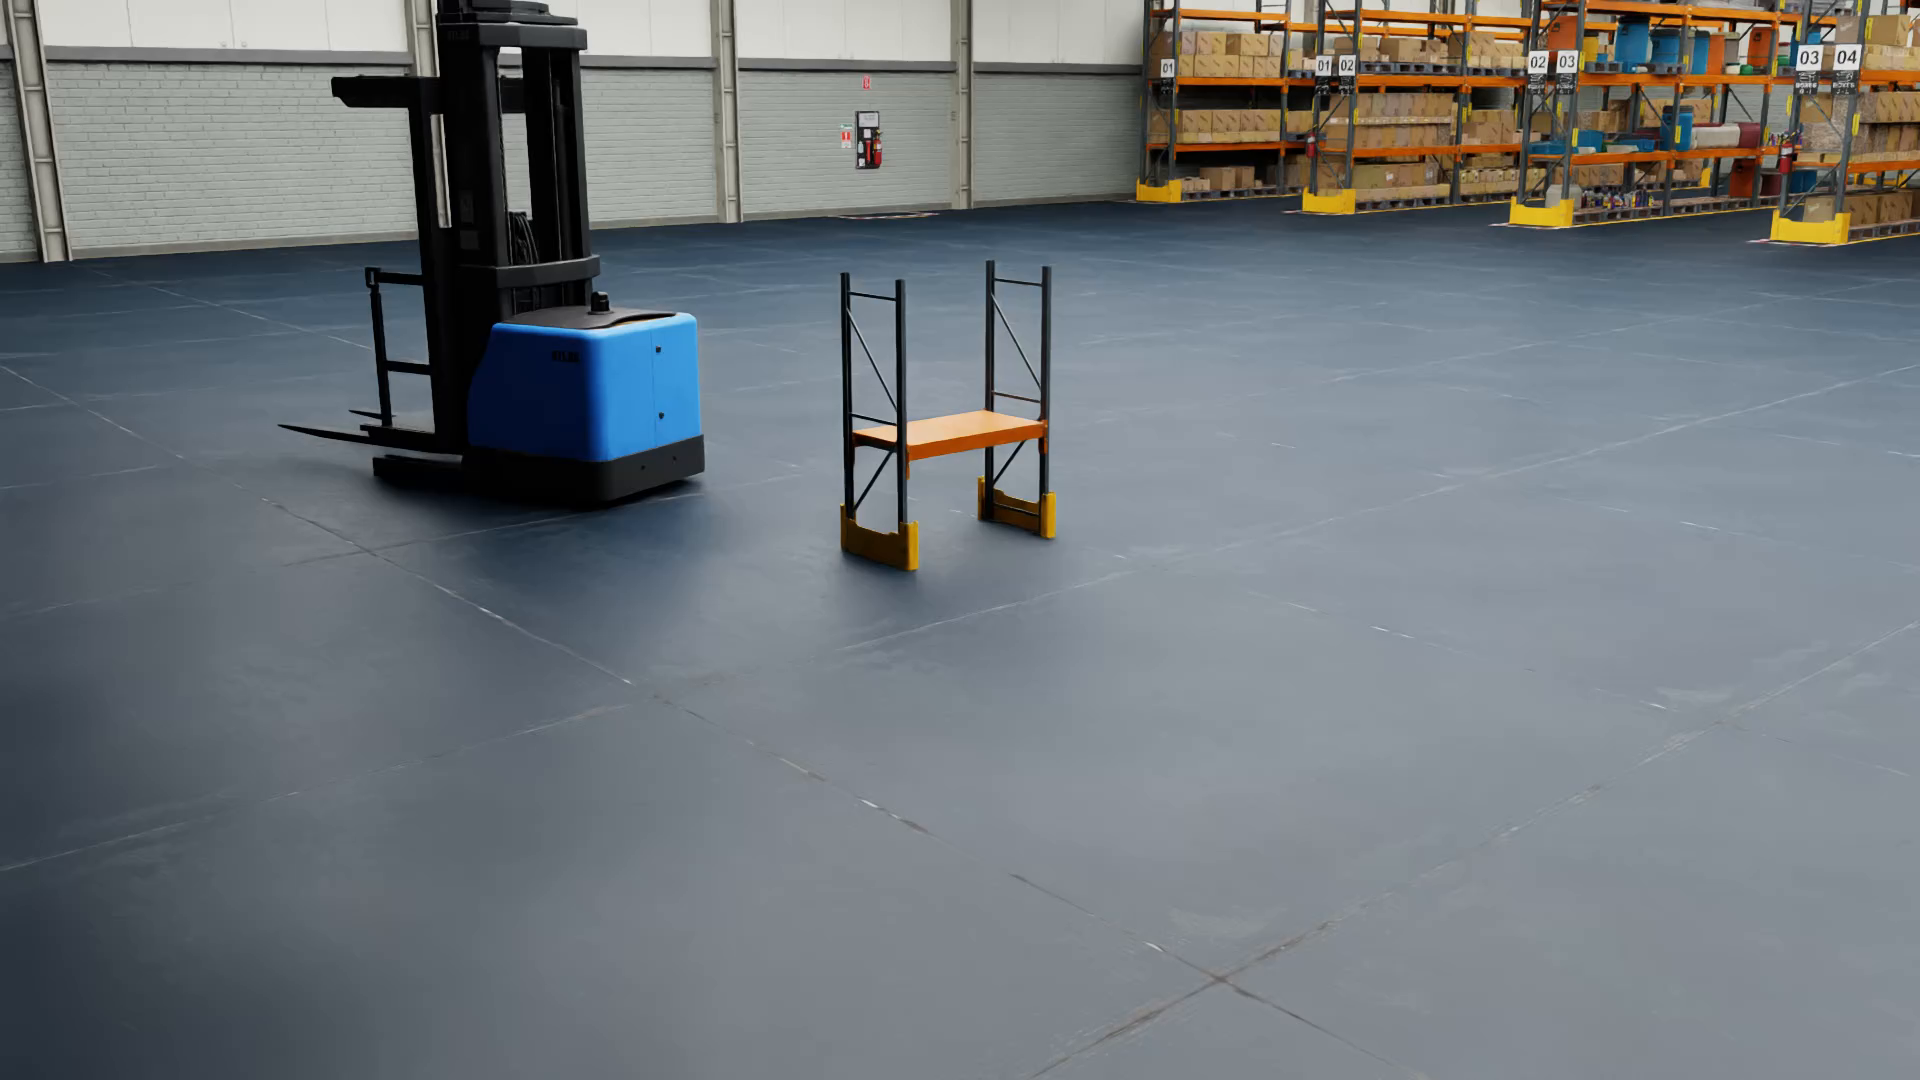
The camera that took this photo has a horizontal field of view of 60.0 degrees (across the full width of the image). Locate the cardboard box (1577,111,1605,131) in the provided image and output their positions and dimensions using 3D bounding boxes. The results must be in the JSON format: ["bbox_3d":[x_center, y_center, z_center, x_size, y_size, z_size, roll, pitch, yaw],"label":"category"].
[{"bbox_3d":[15.621,-10.419,41.435,0.700,0.500,0.500,10,18,33],"label":"cardboard box"}]

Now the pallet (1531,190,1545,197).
[{"bbox_3d":[14.483,-8.573,40.936,1.213,0.211,1.003,-13,19,-39],"label":"pallet"}]

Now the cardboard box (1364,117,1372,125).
[{"bbox_3d":[8.495,-8.877,35.221,0.250,0.149,0.380,-13,20,-41],"label":"cardboard box"}]

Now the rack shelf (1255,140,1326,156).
[{"bbox_3d":[9.132,-10.078,42.563,4.000,0.370,1.077,-13,19,-39],"label":"rack shelf"}]

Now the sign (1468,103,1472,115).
[{"bbox_3d":[14.022,-11.860,45.747,0.005,0.325,0.100,-13,19,-39],"label":"sign"}]

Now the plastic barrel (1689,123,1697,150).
[{"bbox_3d":[14.992,-8.344,34.410,0.433,0.535,0.433,0,15,0],"label":"plastic barrel"}]

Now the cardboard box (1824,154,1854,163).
[{"bbox_3d":[14.732,-6.397,27.874,0.250,0.149,0.380,-13,19,-39],"label":"cardboard box"}]

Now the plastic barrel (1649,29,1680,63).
[{"bbox_3d":[14.368,-9.978,34.010,0.708,0.901,0.600,-13,19,-39],"label":"plastic barrel"}]

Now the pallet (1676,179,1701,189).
[{"bbox_3d":[19.272,-9.661,45.009,1.213,0.211,1.003,-13,19,-39],"label":"pallet"}]

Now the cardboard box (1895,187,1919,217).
[{"bbox_3d":[17.855,-6.299,31.011,0.700,0.500,0.500,14,21,43],"label":"cardboard box"}]

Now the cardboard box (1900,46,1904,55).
[{"bbox_3d":[15.881,-8.353,28.413,0.250,0.149,0.380,-13,20,-40],"label":"cardboard box"}]

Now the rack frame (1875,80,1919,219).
[{"bbox_3d":[17.378,-7.194,30.371,0.127,3.000,1.000,-13,19,-39],"label":"rack frame"}]

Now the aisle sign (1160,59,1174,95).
[{"bbox_3d":[4.748,-10.595,38.065,0.004,0.787,0.394,-13,19,-39],"label":"aisle sign"}]

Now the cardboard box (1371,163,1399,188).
[{"bbox_3d":[9.156,-7.902,36.083,0.500,0.500,0.500,-13,19,-39],"label":"cardboard box"}]

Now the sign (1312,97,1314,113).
[{"bbox_3d":[7.515,-9.228,35.281,0.005,0.325,0.100,-13,19,-39],"label":"sign"}]

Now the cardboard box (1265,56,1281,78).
[{"bbox_3d":[7.403,-11.460,40.297,0.500,0.500,0.500,-12,19,-38],"label":"cardboard box"}]

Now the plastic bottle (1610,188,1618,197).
[{"bbox_3d":[13.340,-7.007,33.951,0.185,0.351,0.144,-13,19,-39],"label":"plastic bottle"}]

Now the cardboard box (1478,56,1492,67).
[{"bbox_3d":[11.761,-10.899,37.906,0.500,0.250,0.500,14,20,42],"label":"cardboard box"}]

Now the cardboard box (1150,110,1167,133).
[{"bbox_3d":[4.822,-9.830,39.039,0.500,0.500,0.500,-13,20,-40],"label":"cardboard box"}]

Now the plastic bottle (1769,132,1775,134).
[{"bbox_3d":[18.689,-9.253,38.320,0.135,0.276,0.152,-13,19,-39],"label":"plastic bottle"}]

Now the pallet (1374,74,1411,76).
[{"bbox_3d":[11.092,-12.242,43.823,1.003,0.211,1.213,-12,19,-37],"label":"pallet"}]

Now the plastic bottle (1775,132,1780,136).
[{"bbox_3d":[18.864,-9.293,38.467,0.135,0.276,0.152,-13,19,-39],"label":"plastic bottle"}]

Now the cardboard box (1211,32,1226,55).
[{"bbox_3d":[5.847,-11.582,38.815,0.500,0.500,0.500,-12,19,-38],"label":"cardboard box"}]

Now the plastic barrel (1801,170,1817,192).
[{"bbox_3d":[19.740,-8.614,38.939,0.708,0.901,0.600,-13,19,-39],"label":"plastic barrel"}]

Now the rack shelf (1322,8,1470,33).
[{"bbox_3d":[9.369,-11.142,35.695,4.000,0.370,1.077,-13,19,-39],"label":"rack shelf"}]

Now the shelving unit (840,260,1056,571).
[{"bbox_3d":[-0.058,-0.712,9.008,1.083,1.500,0.587,-13,19,-39],"label":"shelving unit"}]

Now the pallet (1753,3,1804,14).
[{"bbox_3d":[17.708,-11.566,36.255,1.003,0.211,1.213,-13,19,-39],"label":"pallet"}]

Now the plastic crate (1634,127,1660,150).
[{"bbox_3d":[14.291,-8.331,34.503,0.583,0.464,0.402,-13,19,-39],"label":"plastic crate"}]

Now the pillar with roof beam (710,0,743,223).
[{"bbox_3d":[-1.661,-9.724,28.217,0.400,9.000,9.100,-13,19,-39],"label":"pillar with roof beam"}]

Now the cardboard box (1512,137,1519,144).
[{"bbox_3d":[12.970,-9.453,39.313,0.250,0.149,0.380,-11,18,-35],"label":"cardboard box"}]

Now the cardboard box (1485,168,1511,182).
[{"bbox_3d":[12.512,-8.551,38.878,0.500,0.311,0.500,-12,19,-38],"label":"cardboard box"}]

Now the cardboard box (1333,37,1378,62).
[{"bbox_3d":[8.297,-10.312,34.945,0.637,0.503,0.797,-11,18,-36],"label":"cardboard box"}]

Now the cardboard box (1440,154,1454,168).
[{"bbox_3d":[13.253,-10.471,45.991,0.750,0.750,0.750,-12,19,-39],"label":"cardboard box"}]

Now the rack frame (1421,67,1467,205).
[{"bbox_3d":[10.878,-9.123,37.593,0.127,3.000,1.000,-13,19,-39],"label":"rack frame"}]

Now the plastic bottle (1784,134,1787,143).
[{"bbox_3d":[18.412,-8.939,37.151,0.097,0.271,0.097,0,15,0],"label":"plastic bottle"}]

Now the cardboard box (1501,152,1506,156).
[{"bbox_3d":[15.606,-11.222,48.225,0.250,0.149,0.380,-12,19,-39],"label":"cardboard box"}]

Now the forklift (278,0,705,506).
[{"bbox_3d":[-3.170,-1.873,10.582,3.031,2.935,1.130,8,17,28],"label":"forklift"}]

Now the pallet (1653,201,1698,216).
[{"bbox_3d":[14.693,-6.952,34.867,1.213,0.211,1.003,-13,19,-39],"label":"pallet"}]

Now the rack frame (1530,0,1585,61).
[{"bbox_3d":[11.109,-10.379,30.670,0.127,3.000,1.000,-13,19,-39],"label":"rack frame"}]

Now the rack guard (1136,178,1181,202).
[{"bbox_3d":[4.663,-8.215,39.035,0.348,0.500,1.175,-13,19,-39],"label":"rack guard"}]

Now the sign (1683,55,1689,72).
[{"bbox_3d":[14.479,-9.503,33.185,0.005,0.325,0.100,-13,19,-39],"label":"sign"}]

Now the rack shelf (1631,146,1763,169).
[{"bbox_3d":[15.635,-8.150,35.342,4.000,0.370,1.077,-13,19,-39],"label":"rack shelf"}]

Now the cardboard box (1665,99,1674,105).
[{"bbox_3d":[18.230,-11.210,43.272,0.500,0.500,0.500,-13,20,-41],"label":"cardboard box"}]

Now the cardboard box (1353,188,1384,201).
[{"bbox_3d":[8.786,-7.453,35.855,0.500,0.250,0.500,-13,19,-39],"label":"cardboard box"}]

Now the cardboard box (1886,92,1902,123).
[{"bbox_3d":[15.712,-7.400,28.434,0.500,0.500,0.500,-13,19,-39],"label":"cardboard box"}]

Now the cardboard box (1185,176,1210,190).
[{"bbox_3d":[5.617,-8.519,39.690,0.500,0.311,0.500,-11,18,-35],"label":"cardboard box"}]

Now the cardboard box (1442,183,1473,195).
[{"bbox_3d":[11.345,-8.018,37.969,0.500,0.250,0.500,-13,20,-41],"label":"cardboard box"}]

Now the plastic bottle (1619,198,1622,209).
[{"bbox_3d":[13.090,-6.680,33.015,0.097,0.201,0.097,0,15,0],"label":"plastic bottle"}]

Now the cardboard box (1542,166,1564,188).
[{"bbox_3d":[14.426,-8.827,40.476,0.500,0.500,0.500,-12,19,-37],"label":"cardboard box"}]

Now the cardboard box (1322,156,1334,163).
[{"bbox_3d":[9.276,-9.827,42.767,0.500,0.250,0.500,-13,20,-40],"label":"cardboard box"}]

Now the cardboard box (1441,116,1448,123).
[{"bbox_3d":[10.625,-9.356,37.013,0.250,0.149,0.380,-13,20,-41],"label":"cardboard box"}]
